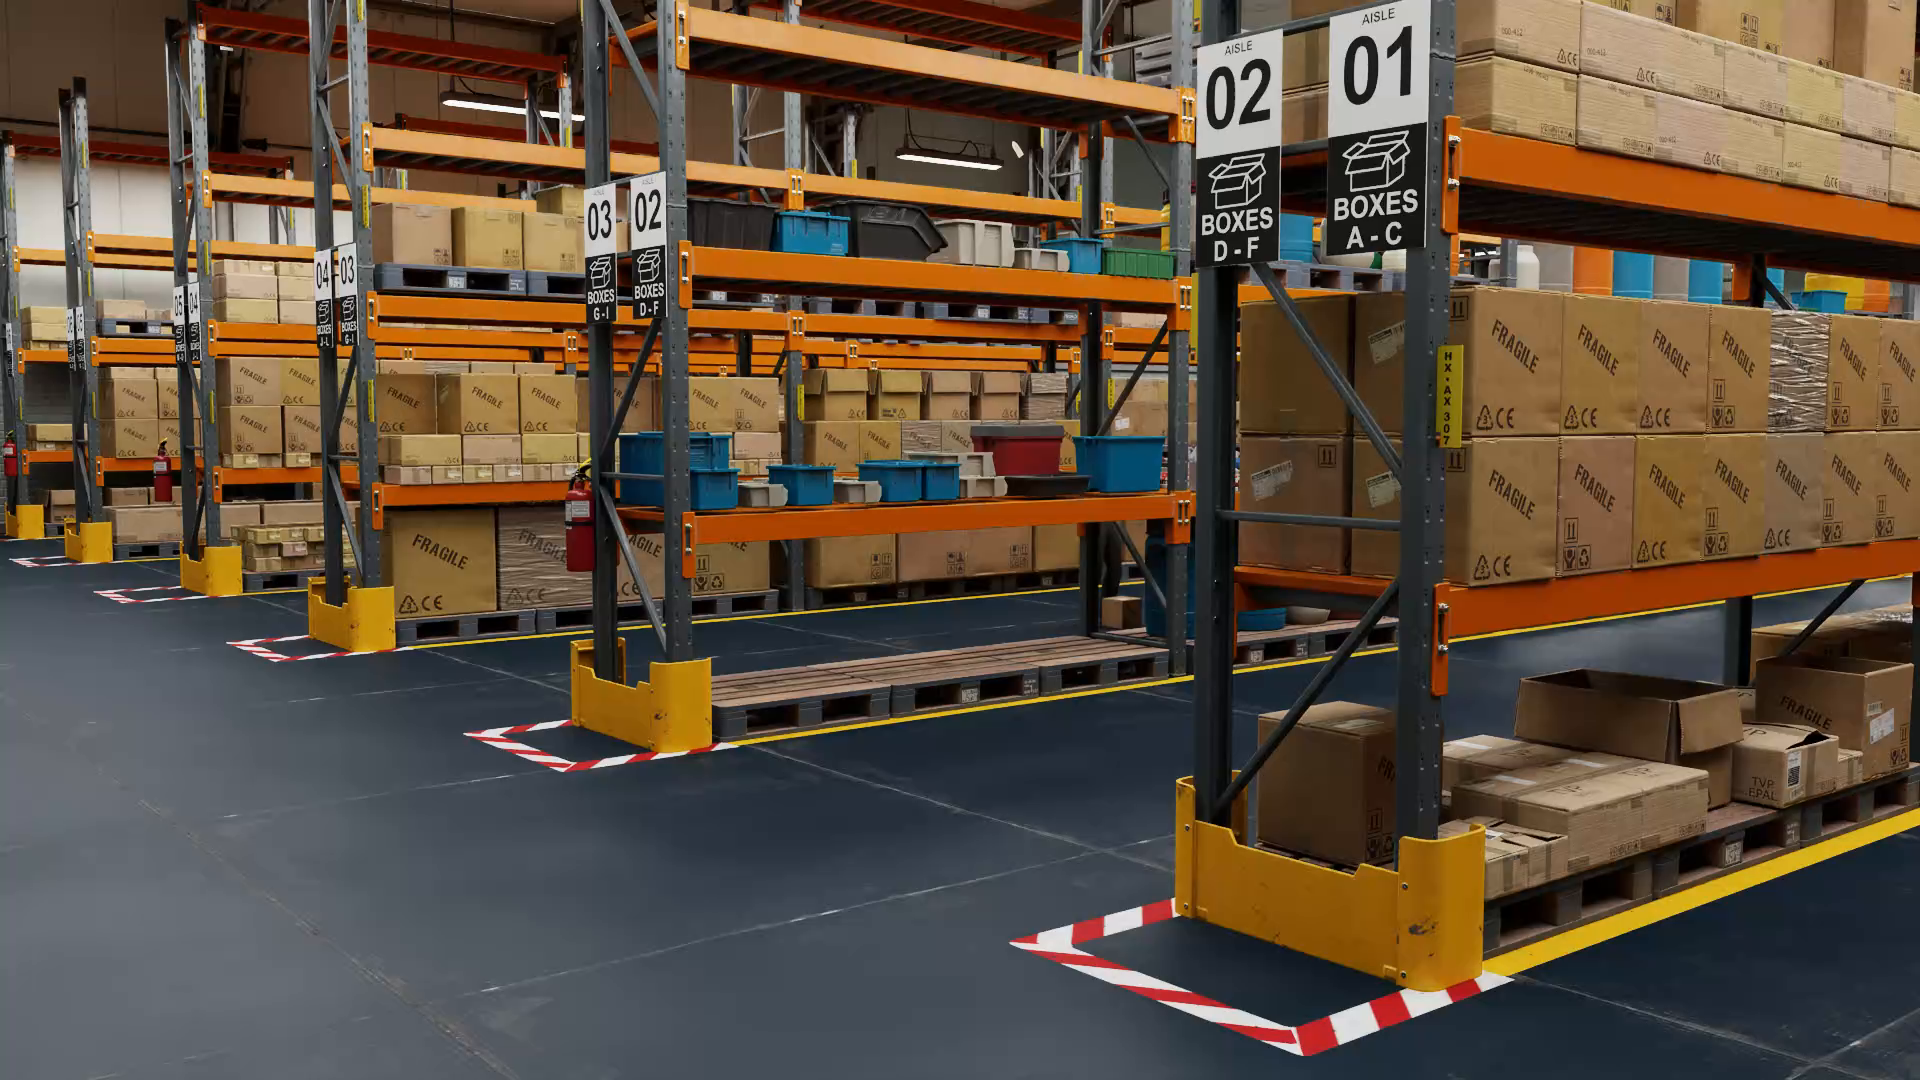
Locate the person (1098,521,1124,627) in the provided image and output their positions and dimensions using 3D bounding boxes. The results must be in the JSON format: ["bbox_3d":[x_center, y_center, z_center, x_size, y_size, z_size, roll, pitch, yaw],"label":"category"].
[{"bbox_3d":[1.270,-0.074,14.755,0.527,1.653,0.350,-4,6,-42],"label":"person"}]
